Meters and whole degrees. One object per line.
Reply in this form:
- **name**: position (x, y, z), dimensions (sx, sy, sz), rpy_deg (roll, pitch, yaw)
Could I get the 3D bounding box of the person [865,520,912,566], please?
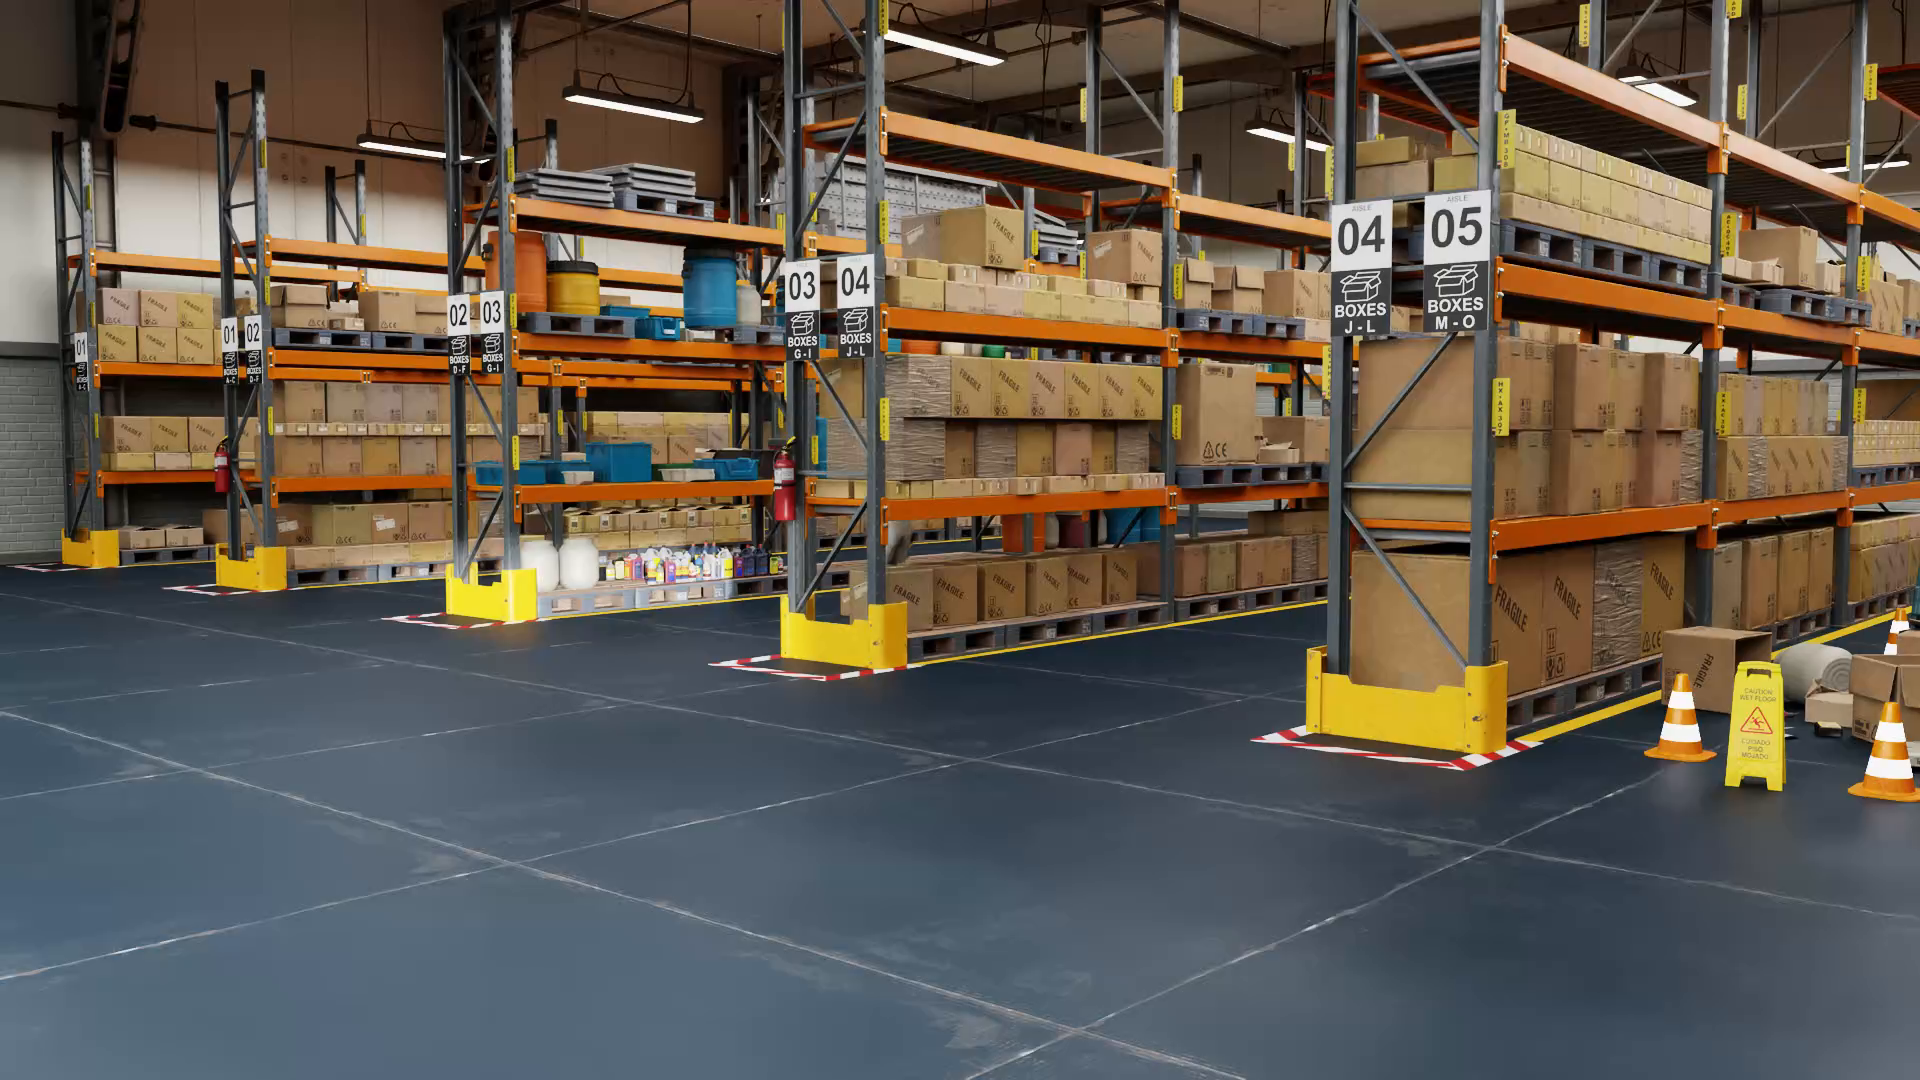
- **person**: position (-0.693, -0.035, 16.377), dimensions (0.370, 1.637, 0.458), rpy_deg (3, 5, 42)
